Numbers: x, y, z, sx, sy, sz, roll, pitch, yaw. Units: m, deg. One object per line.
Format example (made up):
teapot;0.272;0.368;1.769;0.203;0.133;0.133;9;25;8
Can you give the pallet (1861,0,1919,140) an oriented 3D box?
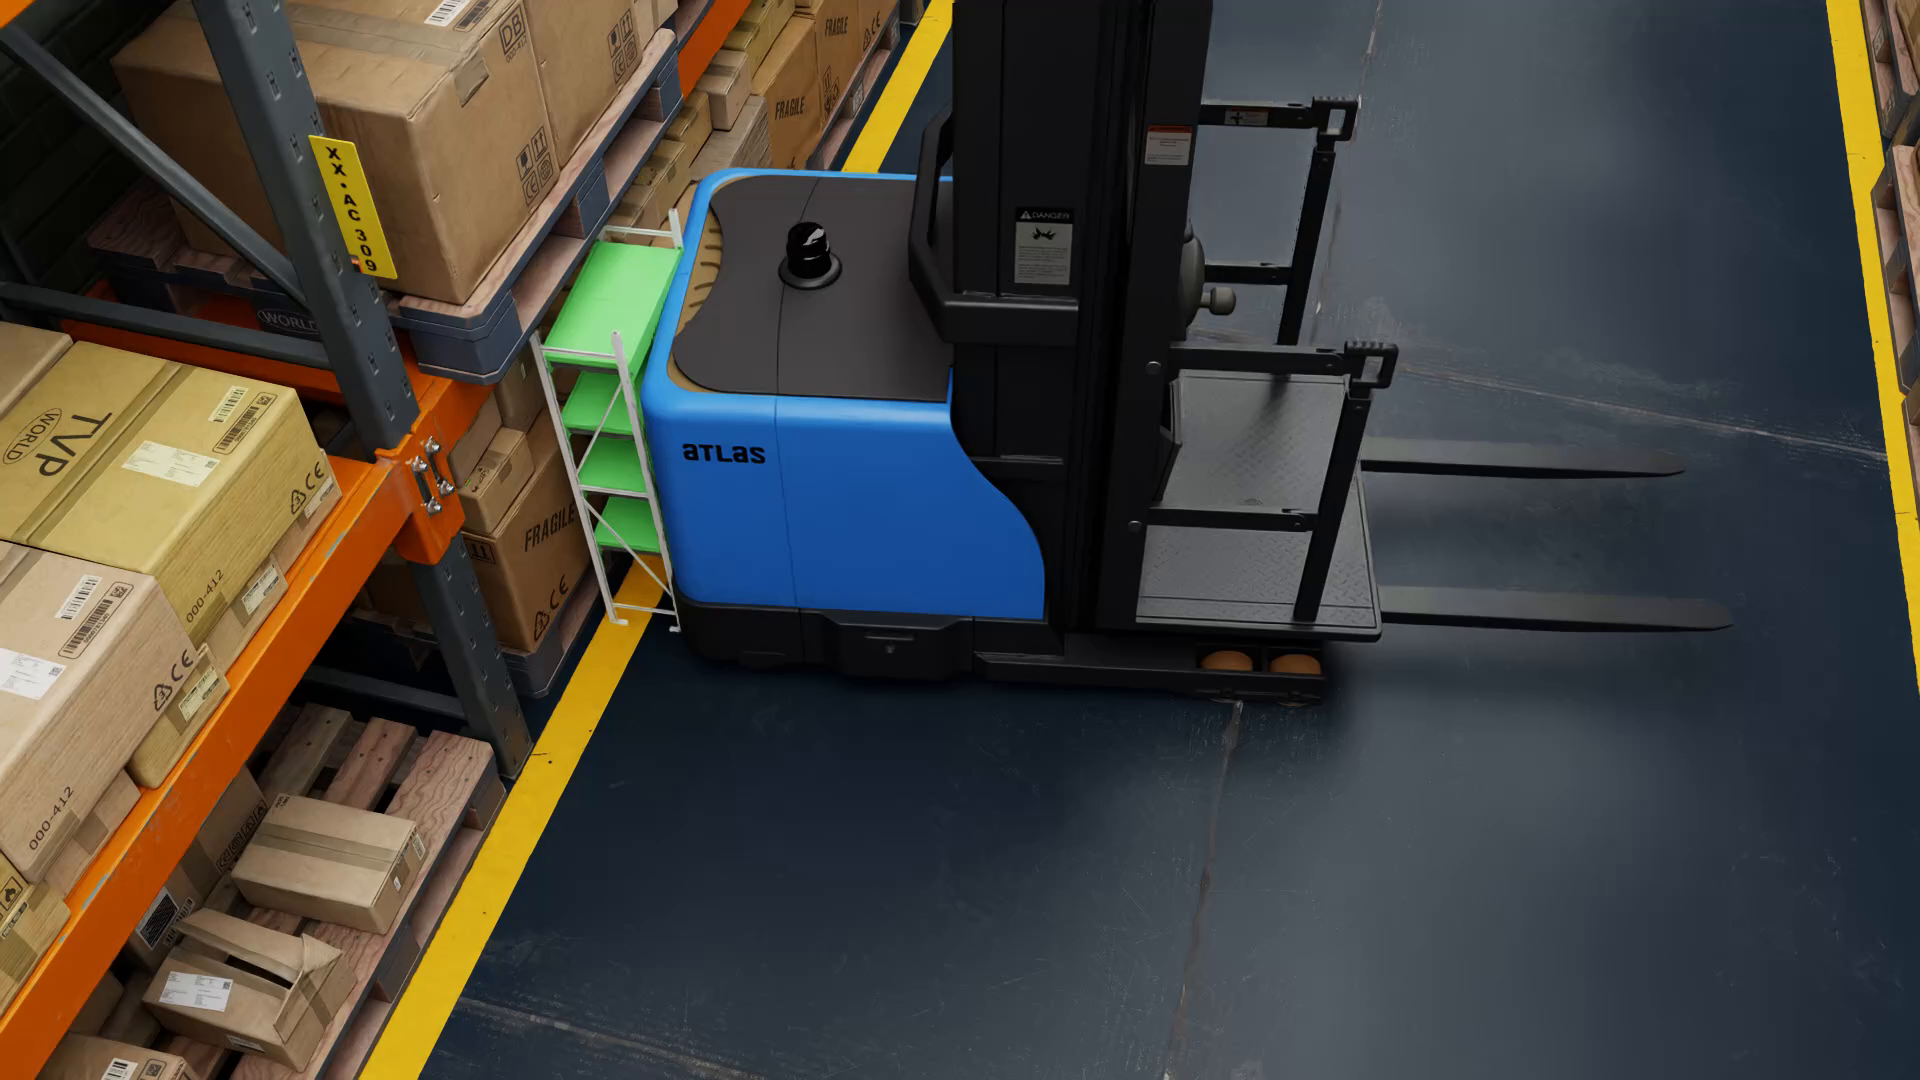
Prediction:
pallet;4.341;-2.018;6.890;1.003;0.211;1.213;12;50;10

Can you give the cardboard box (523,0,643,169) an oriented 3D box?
cardboard box;-1.229;-1.311;4.060;0.700;0.500;0.500;12;50;10

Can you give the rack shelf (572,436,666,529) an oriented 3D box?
rack shelf;-0.904;-0.272;4.769;0.258;0.148;0.480;7;50;7

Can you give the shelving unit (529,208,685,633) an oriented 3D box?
shelving unit;-0.905;-0.314;4.721;0.258;1.200;0.503;7;50;7

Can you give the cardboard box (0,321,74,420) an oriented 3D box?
cardboard box;-2.099;-0.203;3.330;0.500;0.250;0.500;11;50;10

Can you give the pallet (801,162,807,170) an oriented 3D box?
pallet;-1.212;-1.017;6.007;1.003;0.211;1.213;12;50;10

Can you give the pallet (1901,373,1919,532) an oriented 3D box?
pallet;3.531;-0.018;5.125;1.003;0.211;1.213;12;50;10

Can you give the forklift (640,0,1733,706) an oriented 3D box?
forklift;0.716;-0.902;4.091;3.031;2.935;1.130;3;49;2

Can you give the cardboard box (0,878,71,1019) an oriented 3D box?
cardboard box;-1.777;0.665;2.830;0.380;0.149;0.250;11;49;9

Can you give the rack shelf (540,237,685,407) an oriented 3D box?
rack shelf;-0.911;-0.586;4.406;0.258;0.148;0.480;7;50;7

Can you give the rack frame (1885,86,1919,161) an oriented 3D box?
rack frame;4.134;-2.375;5.346;1.000;3.000;0.127;12;50;10

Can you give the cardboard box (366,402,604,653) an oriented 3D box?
cardboard box;-1.364;-0.076;4.704;0.500;0.500;0.500;14;50;12

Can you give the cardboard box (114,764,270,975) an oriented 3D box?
cardboard box;-2.110;0.723;4.125;0.500;0.311;0.500;13;50;11

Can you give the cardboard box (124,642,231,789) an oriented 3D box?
cardboard box;-1.641;0.290;3.161;0.380;0.149;0.250;13;50;11

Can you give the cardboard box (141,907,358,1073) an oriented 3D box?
cardboard box;-1.666;1.026;3.887;0.396;0.266;0.258;13;50;11

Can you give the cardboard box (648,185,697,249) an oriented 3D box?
cardboard box;-1.098;-0.824;5.363;0.500;0.500;0.500;10;49;9

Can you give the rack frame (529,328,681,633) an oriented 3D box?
rack frame;-0.948;-0.132;4.565;0.240;1.200;0.015;7;50;7

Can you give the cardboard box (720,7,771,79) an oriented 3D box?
cardboard box;-0.873;-1.724;5.725;0.380;0.149;0.250;11;49;9

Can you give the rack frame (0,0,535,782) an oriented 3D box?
rack frame;-1.708;-0.459;3.654;1.000;3.000;0.127;12;50;10

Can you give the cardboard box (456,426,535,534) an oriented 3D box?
cardboard box;-1.357;-0.192;4.374;0.380;0.149;0.250;14;50;12

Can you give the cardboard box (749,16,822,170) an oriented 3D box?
cardboard box;-0.836;-1.577;6.028;0.500;0.500;0.500;14;50;12

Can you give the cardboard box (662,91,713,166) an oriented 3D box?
cardboard box;-1.031;-1.350;5.396;0.380;0.149;0.250;12;50;10

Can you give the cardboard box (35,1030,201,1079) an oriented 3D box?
cardboard box;-1.973;1.337;3.456;0.700;0.500;0.500;10;49;9

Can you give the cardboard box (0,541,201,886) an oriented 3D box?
cardboard box;-1.725;0.274;2.909;0.500;0.250;0.500;12;50;10

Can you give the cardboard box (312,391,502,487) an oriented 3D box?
cardboard box;-1.416;-0.303;4.273;0.380;0.149;0.250;11;49;9

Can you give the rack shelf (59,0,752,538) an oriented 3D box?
rack shelf;-1.182;-1.668;5.201;1.077;0.370;4.000;12;50;10

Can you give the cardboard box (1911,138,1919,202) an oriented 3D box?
cardboard box;3.872;-1.328;5.559;0.875;0.875;0.875;11;50;10

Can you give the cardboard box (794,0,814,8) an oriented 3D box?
cardboard box;-0.695;-2.086;6.045;0.380;0.149;0.250;10;49;9

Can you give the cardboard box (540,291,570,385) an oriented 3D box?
cardboard box;-1.302;-0.596;4.730;0.380;0.149;0.250;9;49;8

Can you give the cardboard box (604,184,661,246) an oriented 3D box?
cardboard box;-1.142;-0.970;5.060;0.380;0.149;0.250;11;50;10

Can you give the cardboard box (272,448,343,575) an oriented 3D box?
cardboard box;-1.549;-0.095;3.501;0.380;0.149;0.250;12;50;11

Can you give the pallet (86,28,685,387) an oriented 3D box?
pallet;-1.393;-0.952;4.218;1.003;0.211;1.213;12;50;10

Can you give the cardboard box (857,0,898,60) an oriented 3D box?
cardboard box;-0.559;-2.316;6.680;0.500;0.500;0.500;13;50;11
